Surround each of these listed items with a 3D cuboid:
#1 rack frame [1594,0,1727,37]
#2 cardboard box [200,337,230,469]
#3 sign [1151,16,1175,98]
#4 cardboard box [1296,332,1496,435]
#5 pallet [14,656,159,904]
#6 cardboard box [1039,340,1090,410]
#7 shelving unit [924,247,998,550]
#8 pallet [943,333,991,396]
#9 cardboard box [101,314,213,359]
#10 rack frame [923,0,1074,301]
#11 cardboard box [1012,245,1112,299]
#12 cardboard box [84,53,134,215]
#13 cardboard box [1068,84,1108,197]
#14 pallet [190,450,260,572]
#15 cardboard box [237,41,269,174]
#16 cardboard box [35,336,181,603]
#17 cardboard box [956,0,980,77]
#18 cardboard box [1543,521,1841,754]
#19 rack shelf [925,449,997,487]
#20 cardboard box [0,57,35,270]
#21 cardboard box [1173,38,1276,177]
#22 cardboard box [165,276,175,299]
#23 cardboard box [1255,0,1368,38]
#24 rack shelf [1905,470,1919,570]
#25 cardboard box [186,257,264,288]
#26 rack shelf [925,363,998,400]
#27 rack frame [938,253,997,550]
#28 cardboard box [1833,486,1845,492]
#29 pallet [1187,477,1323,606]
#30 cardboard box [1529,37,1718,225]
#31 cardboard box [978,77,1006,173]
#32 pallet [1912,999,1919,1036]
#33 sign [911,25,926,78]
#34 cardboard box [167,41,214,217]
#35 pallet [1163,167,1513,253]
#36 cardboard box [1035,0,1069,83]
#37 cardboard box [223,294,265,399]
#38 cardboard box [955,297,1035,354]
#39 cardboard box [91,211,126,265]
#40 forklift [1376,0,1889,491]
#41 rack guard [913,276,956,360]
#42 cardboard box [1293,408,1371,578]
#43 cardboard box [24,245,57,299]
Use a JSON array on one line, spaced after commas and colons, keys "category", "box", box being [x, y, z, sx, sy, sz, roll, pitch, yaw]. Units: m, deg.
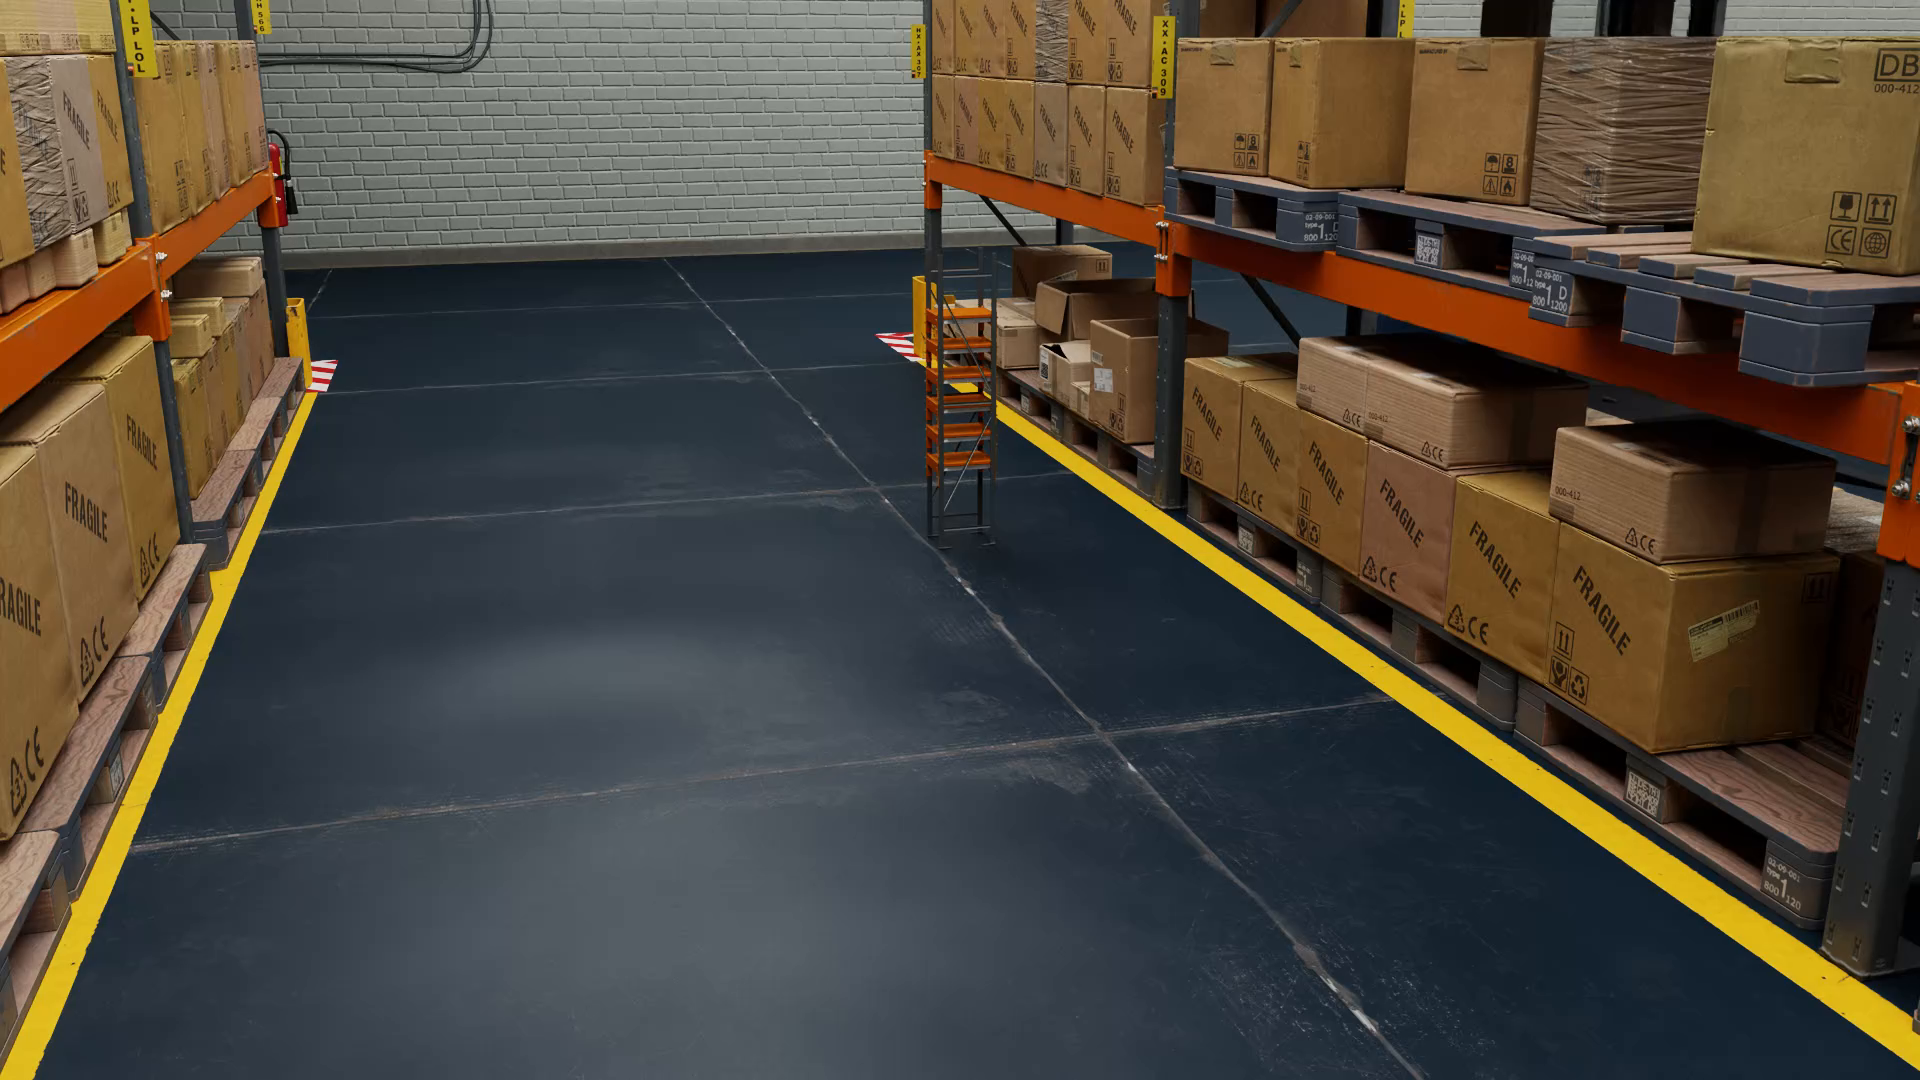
[{"category": "rack frame", "box": [5.025, -3.116, 12.111, 1.000, 3.000, 0.127, -5, 17, -15]}, {"category": "cardboard box", "box": [-3.643, -0.584, 7.299, 0.700, 0.500, 0.500, -5, 17, -16]}, {"category": "sign", "box": [0.841, -1.989, 6.853, 0.100, 0.325, 0.005, -5, 17, -15]}, {"category": "cardboard box", "box": [1.534, -0.562, 5.886, 0.500, 0.250, 0.500, -5, 17, -15]}, {"category": "pallet", "box": [-2.778, 0.655, 4.405, 1.003, 0.211, 1.213, -5, 17, -15]}, {"category": "cardboard box", "box": [0.725, -0.885, 8.592, 0.500, 0.311, 0.500, -5, 17, -15]}, {"category": "shelving unit", "box": [0.004, -0.571, 6.766, 0.258, 1.200, 0.189, -5, 17, -15]}, {"category": "pallet", "box": [0.502, -1.148, 10.408, 1.003, 0.211, 1.213, -5, 17, -15]}, {"category": "cardboard box", "box": [-3.427, -0.865, 7.105, 0.380, 0.149, 0.250, -4, 17, -13]}, {"category": "rack frame", "box": [0.261, -2.725, 10.811, 1.000, 3.000, 0.127, -5, 17, -15]}, {"category": "cardboard box", "box": [0.648, -1.608, 10.671, 0.500, 0.500, 0.500, -5, 17, -15]}, {"category": "cardboard box", "box": [-3.032, -1.318, 5.402, 0.500, 0.500, 0.500, -5, 17, -16]}, {"category": "cardboard box", "box": [0.834, -1.927, 7.980, 0.500, 0.500, 0.500, -4, 17, -14]}, {"category": "pallet", "box": [-3.535, -0.107, 6.942, 1.003, 0.211, 1.213, -5, 17, -15]}, {"category": "cardboard box", "box": [-4.351, -2.336, 8.994, 0.980, 0.700, 0.700, -4, 17, -13]}, {"category": "cardboard box", "box": [-3.098, -0.228, 5.505, 0.750, 0.750, 0.750, -4, 17, -15]}, {"category": "cardboard box", "box": [0.281, -2.965, 9.695, 0.500, 0.500, 0.500, -5, 17, -15]}, {"category": "cardboard box", "box": [1.977, 0.234, 4.540, 0.500, 0.500, 0.500, -4, 17, -13]}, {"category": "rack shelf", "box": [0.004, -0.298, 6.848, 0.258, 0.103, 0.180, -5, 17, -15]}, {"category": "cardboard box", "box": [-2.610, -0.901, 4.011, 0.500, 0.500, 0.500, -4, 17, -14]}, {"category": "cardboard box", "box": [1.276, -1.719, 6.558, 0.700, 0.500, 0.500, -12, 20, -34]}, {"category": "cardboard box", "box": [-4.230, -1.271, 8.457, 0.380, 0.149, 0.250, -5, 17, -15]}, {"category": "cardboard box", "box": [1.502, -2.298, 7.477, 0.500, 0.500, 0.500, -4, 17, -14]}, {"category": "rack shelf", "box": [3.010, 0.385, 1.706, 1.077, 0.370, 4.000, -5, 17, -15]}, {"category": "cardboard box", "box": [-4.001, -1.441, 9.021, 0.380, 0.149, 0.250, -5, 17, -16]}, {"category": "rack shelf", "box": [0.004, -0.643, 6.744, 0.258, 0.103, 0.180, -5, 17, -15]}, {"category": "rack frame", "box": [0.029, -0.545, 6.682, 0.240, 1.200, 0.006, -5, 17, -15]}, {"category": "cardboard box", "box": [2.327, 0.042, 5.179, 0.500, 0.500, 0.500, -5, 17, -16]}, {"category": "pallet", "box": [1.621, -0.061, 6.790, 1.003, 0.211, 1.213, -5, 17, -15]}, {"category": "cardboard box", "box": [2.111, -1.195, 4.812, 0.700, 0.500, 0.500, -1, 17, -5]}, {"category": "cardboard box", "box": [0.412, -2.348, 9.382, 0.500, 0.500, 0.500, -5, 17, -15]}, {"category": "pallet", "box": [2.649, 1.054, 3.077, 1.003, 0.211, 1.213, -5, 17, -15]}, {"category": "sign", "box": [-0.260, -3.097, 10.544, 0.100, 0.325, 0.005, -5, 17, -15]}, {"category": "cardboard box", "box": [-3.730, -1.724, 6.955, 0.980, 0.700, 0.700, -5, 17, -17]}, {"category": "pallet", "box": [1.475, -1.297, 6.391, 1.003, 0.211, 1.213, -5, 17, -15]}, {"category": "cardboard box", "box": [0.691, -2.546, 8.302, 0.500, 0.500, 0.500, -5, 17, -15]}, {"category": "cardboard box", "box": [-4.074, -1.013, 8.724, 0.700, 0.500, 0.500, -5, 17, -15]}, {"category": "cardboard box", "box": [0.276, -1.308, 10.108, 0.500, 0.250, 0.500, -5, 17, -15]}, {"category": "cardboard box", "box": [-2.944, -0.976, 5.391, 0.380, 0.149, 0.250, -4, 17, -14]}, {"category": "forklift", "box": [3.144, -1.765, 7.733, 1.130, 2.935, 3.031, -6, 18, -18]}, {"category": "rack guard", "box": [0.282, -1.507, 11.101, 1.175, 0.500, 0.348, -5, 17, -15]}, {"category": "cardboard box", "box": [1.547, -0.194, 5.964, 0.500, 0.500, 0.500, -4, 17, -15]}, {"category": "cardboard box", "box": [-2.784, -0.760, 4.670, 0.380, 0.149, 0.250, -5, 17, -15]}]
